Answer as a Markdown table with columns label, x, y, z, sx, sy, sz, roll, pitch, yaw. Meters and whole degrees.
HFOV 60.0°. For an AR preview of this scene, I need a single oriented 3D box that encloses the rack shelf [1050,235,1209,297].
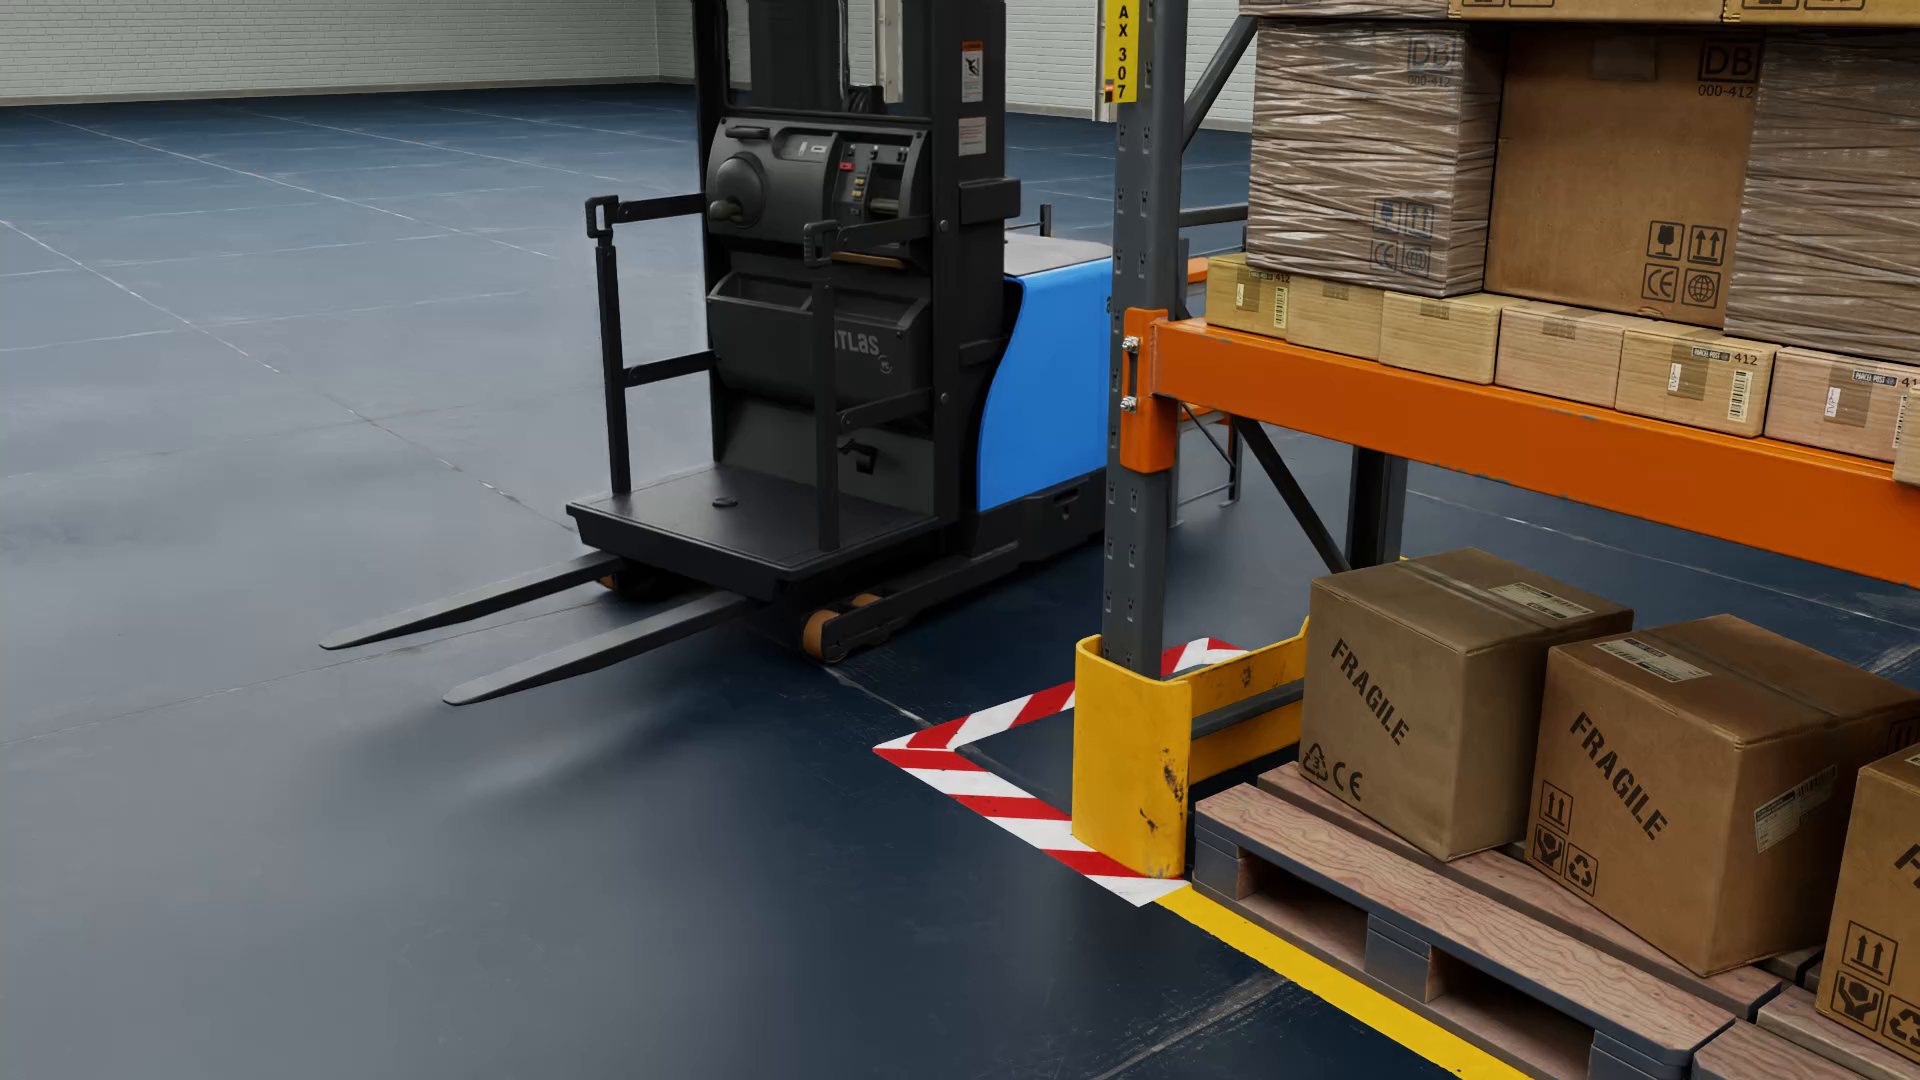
| label | x | y | z | sx | sy | sz | roll | pitch | yaw |
| --- | --- | --- | --- | --- | --- | --- | --- | --- | --- |
| rack shelf | 0.597 | -1.024 | 6.734 | 1.000 | 0.278 | 0.538 | 16 | 24 | 39 |

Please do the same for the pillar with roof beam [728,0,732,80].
| label | x | y | z | sx | sy | sz | roll | pitch | yaw |
| --- | --- | --- | --- | --- | --- | --- | --- | --- | --- |
| pillar with roof beam | -8.469 | -13.084 | 31.561 | 9.100 | 9.000 | 0.400 | -14 | 23 | -36 |

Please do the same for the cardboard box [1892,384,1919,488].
| label | x | y | z | sx | sy | sz | roll | pitch | yaw |
| --- | --- | --- | --- | --- | --- | --- | --- | --- | --- |
| cardboard box | 1.616 | -0.163 | 2.482 | 0.380 | 0.149 | 0.250 | -14 | 23 | -36 |

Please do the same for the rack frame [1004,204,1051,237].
| label | x | y | z | sx | sy | sz | roll | pitch | yaw |
| --- | --- | --- | --- | --- | --- | --- | --- | --- | --- |
| rack frame | 0.216 | -0.852 | 7.146 | 0.032 | 1.125 | 0.500 | 16 | 24 | 39 |

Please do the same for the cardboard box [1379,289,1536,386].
| label | x | y | z | sx | sy | sz | roll | pitch | yaw |
| --- | --- | --- | --- | --- | --- | --- | --- | --- | --- |
| cardboard box | 1.044 | -0.422 | 3.263 | 0.380 | 0.149 | 0.250 | -14 | 23 | -36 |

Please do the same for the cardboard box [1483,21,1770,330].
| label | x | y | z | sx | sy | sz | roll | pitch | yaw |
| --- | --- | --- | --- | --- | --- | --- | --- | --- | --- |
| cardboard box | 1.495 | -0.735 | 3.179 | 0.875 | 0.500 | 0.500 | -14 | 23 | -36 |

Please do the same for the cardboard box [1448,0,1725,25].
| label | x | y | z | sx | sy | sz | roll | pitch | yaw |
| --- | --- | --- | --- | --- | --- | --- | --- | --- | --- |
| cardboard box | 1.203 | -1.137 | 2.803 | 0.500 | 0.500 | 0.500 | -14 | 23 | -36 |

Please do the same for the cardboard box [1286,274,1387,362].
| label | x | y | z | sx | sy | sz | roll | pitch | yaw |
| --- | --- | --- | --- | --- | --- | --- | --- | --- | --- |
| cardboard box | 0.901 | -0.486 | 3.458 | 0.380 | 0.149 | 0.250 | -14 | 23 | -36 |

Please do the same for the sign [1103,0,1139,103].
| label | x | y | z | sx | sy | sz | roll | pitch | yaw |
| --- | --- | --- | --- | --- | --- | --- | --- | --- | --- |
| sign | 0.345 | -1.092 | 3.513 | 0.100 | 0.325 | 0.005 | -14 | 23 | -36 |

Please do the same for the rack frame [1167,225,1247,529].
| label | x | y | z | sx | sy | sz | roll | pitch | yaw |
| --- | --- | --- | --- | --- | --- | --- | --- | --- | --- |
| rack frame | 0.977 | -0.640 | 6.506 | 0.032 | 1.125 | 0.500 | 16 | 24 | 39 |

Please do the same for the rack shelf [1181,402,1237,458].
| label | x | y | z | sx | sy | sz | roll | pitch | yaw |
| --- | --- | --- | --- | --- | --- | --- | --- | --- | --- |
| rack shelf | 0.597 | -0.514 | 6.903 | 1.000 | 0.278 | 0.538 | 16 | 24 | 39 |

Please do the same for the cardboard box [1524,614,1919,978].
| label | x | y | z | sx | sy | sz | roll | pitch | yaw |
| --- | --- | --- | --- | --- | --- | --- | --- | --- | --- |
| cardboard box | 1.543 | 0.498 | 3.396 | 0.500 | 0.500 | 0.500 | -8 | 20 | -22 |

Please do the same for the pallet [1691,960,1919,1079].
| label | x | y | z | sx | sy | sz | roll | pitch | yaw |
| --- | --- | --- | --- | --- | --- | --- | --- | --- | --- |
| pallet | 2.048 | 1.063 | 2.818 | 1.003 | 0.211 | 1.213 | -14 | 23 | -36 |

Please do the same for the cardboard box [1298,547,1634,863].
| label | x | y | z | sx | sy | sz | roll | pitch | yaw |
| --- | --- | --- | --- | --- | --- | --- | --- | --- | --- |
| cardboard box | 1.145 | 0.357 | 3.821 | 0.500 | 0.500 | 0.500 | -9 | 20 | -26 |

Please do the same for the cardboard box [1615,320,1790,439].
| label | x | y | z | sx | sy | sz | roll | pitch | yaw |
| --- | --- | --- | --- | --- | --- | --- | --- | --- | --- |
| cardboard box | 1.365 | -0.301 | 2.899 | 0.380 | 0.149 | 0.250 | -14 | 23 | -36 |

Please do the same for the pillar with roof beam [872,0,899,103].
| label | x | y | z | sx | sy | sz | roll | pitch | yaw |
| --- | --- | --- | --- | --- | --- | --- | --- | --- | --- |
| pillar with roof beam | -4.744 | -11.606 | 27.096 | 9.100 | 9.000 | 0.400 | -14 | 23 | -36 |

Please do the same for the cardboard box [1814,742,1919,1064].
| label | x | y | z | sx | sy | sz | roll | pitch | yaw |
| --- | --- | --- | --- | --- | --- | --- | --- | --- | --- |
| cardboard box | 1.917 | 0.656 | 2.919 | 0.500 | 0.500 | 0.500 | -12 | 22 | -31 |

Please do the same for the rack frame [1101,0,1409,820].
| label | x | y | z | sx | sy | sz | roll | pitch | yaw |
| --- | --- | --- | --- | --- | --- | --- | --- | --- | --- |
| rack frame | 0.771 | -0.787 | 3.969 | 1.000 | 3.000 | 0.127 | -14 | 23 | -36 |

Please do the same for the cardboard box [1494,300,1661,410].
| label | x | y | z | sx | sy | sz | roll | pitch | yaw |
| --- | --- | --- | --- | --- | --- | --- | --- | --- | --- |
| cardboard box | 1.216 | -0.364 | 3.090 | 0.380 | 0.149 | 0.250 | -14 | 23 | -36 |

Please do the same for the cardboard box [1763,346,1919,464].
| label | x | y | z | sx | sy | sz | roll | pitch | yaw |
| --- | --- | --- | --- | --- | --- | --- | --- | --- | --- |
| cardboard box | 1.542 | -0.245 | 2.729 | 0.380 | 0.149 | 0.250 | -14 | 23 | -36 |

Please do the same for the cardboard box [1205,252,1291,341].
| label | x | y | z | sx | sy | sz | roll | pitch | yaw |
| --- | --- | --- | --- | --- | --- | --- | --- | --- | --- |
| cardboard box | 0.761 | -0.551 | 3.656 | 0.380 | 0.149 | 0.250 | -14 | 23 | -36 |

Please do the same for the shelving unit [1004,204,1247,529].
| label | x | y | z | sx | sy | sz | roll | pitch | yaw |
| --- | --- | --- | --- | --- | --- | --- | --- | --- | --- |
| shelving unit | 0.597 | -0.746 | 6.826 | 1.048 | 1.125 | 0.538 | 16 | 24 | 39 |

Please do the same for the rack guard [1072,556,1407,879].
| label | x | y | z | sx | sy | sz | roll | pitch | yaw |
| --- | --- | --- | --- | --- | --- | --- | --- | --- | --- |
| rack guard | 0.818 | 0.418 | 4.305 | 1.175 | 0.500 | 0.348 | -14 | 23 | -36 |

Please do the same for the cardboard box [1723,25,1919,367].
| label | x | y | z | sx | sy | sz | roll | pitch | yaw |
| --- | --- | --- | --- | --- | --- | --- | --- | --- | --- |
| cardboard box | 1.772 | -0.604 | 2.782 | 0.875 | 0.500 | 0.500 | -14 | 23 | -36 |

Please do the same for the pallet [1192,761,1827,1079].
| label | x | y | z | sx | sy | sz | roll | pitch | yaw |
| --- | --- | --- | --- | --- | --- | --- | --- | --- | --- |
| pallet | 1.294 | 0.762 | 3.725 | 1.003 | 0.211 | 1.213 | -14 | 23 | -36 |

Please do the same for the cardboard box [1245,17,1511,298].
| label | x | y | z | sx | sy | sz | roll | pitch | yaw |
| --- | --- | --- | --- | --- | --- | --- | --- | --- | --- |
| cardboard box | 1.090 | -0.835 | 3.481 | 0.875 | 0.500 | 0.500 | -14 | 23 | -36 |

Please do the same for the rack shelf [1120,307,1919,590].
| label | x | y | z | sx | sy | sz | roll | pitch | yaw |
| --- | --- | --- | --- | --- | --- | --- | --- | --- | --- |
| rack shelf | 2.012 | 0.047 | 2.593 | 1.077 | 0.370 | 4.000 | -14 | 23 | -36 |

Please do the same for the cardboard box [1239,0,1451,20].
| label | x | y | z | sx | sy | sz | roll | pitch | yaw |
| --- | --- | --- | --- | --- | --- | --- | --- | --- | --- |
| cardboard box | 0.898 | -1.262 | 3.179 | 0.500 | 0.500 | 0.500 | -14 | 23 | -36 |

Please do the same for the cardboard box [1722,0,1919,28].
| label | x | y | z | sx | sy | sz | roll | pitch | yaw |
| --- | --- | --- | --- | --- | --- | --- | --- | --- | --- |
| cardboard box | 1.515 | -1.015 | 2.432 | 0.500 | 0.500 | 0.500 | -14 | 23 | -36 |

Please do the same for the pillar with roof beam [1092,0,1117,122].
| label | x | y | z | sx | sy | sz | roll | pitch | yaw |
| --- | --- | --- | --- | --- | --- | --- | --- | --- | --- |
| pillar with roof beam | -1.019 | -10.127 | 22.631 | 9.100 | 9.000 | 0.400 | -14 | 23 | -36 |

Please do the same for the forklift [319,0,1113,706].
| label | x | y | z | sx | sy | sz | roll | pitch | yaw |
| --- | --- | --- | --- | --- | --- | --- | --- | --- | --- |
| forklift | -0.616 | -1.182 | 5.270 | 1.130 | 2.935 | 3.031 | 15 | 23 | 37 |
